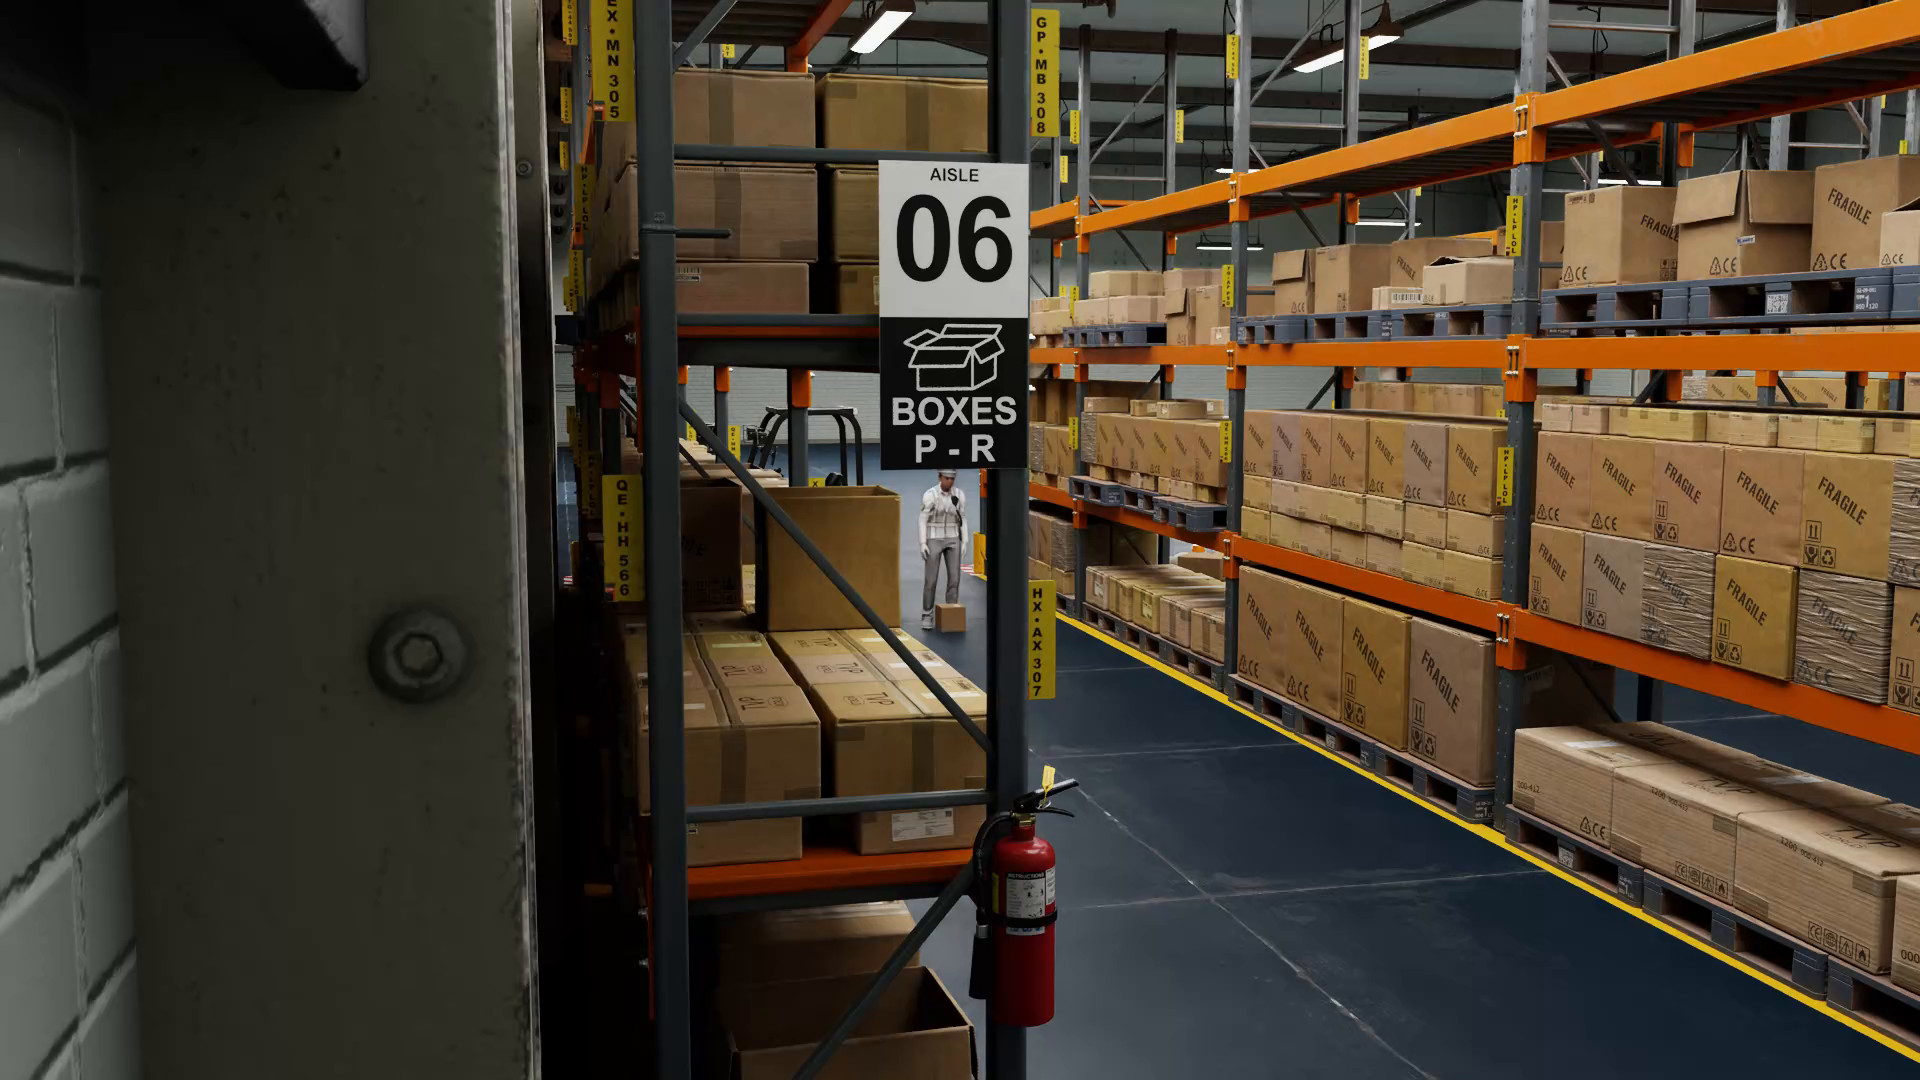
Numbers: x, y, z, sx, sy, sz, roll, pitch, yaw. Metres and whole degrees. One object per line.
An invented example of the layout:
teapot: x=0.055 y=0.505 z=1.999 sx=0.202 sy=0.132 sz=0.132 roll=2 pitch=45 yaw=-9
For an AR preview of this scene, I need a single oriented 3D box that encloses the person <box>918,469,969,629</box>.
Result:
person: x=-0.156 y=0.052 z=16.698 sx=0.526 sy=1.662 sz=0.414 roll=-2 pitch=6 yaw=-16
